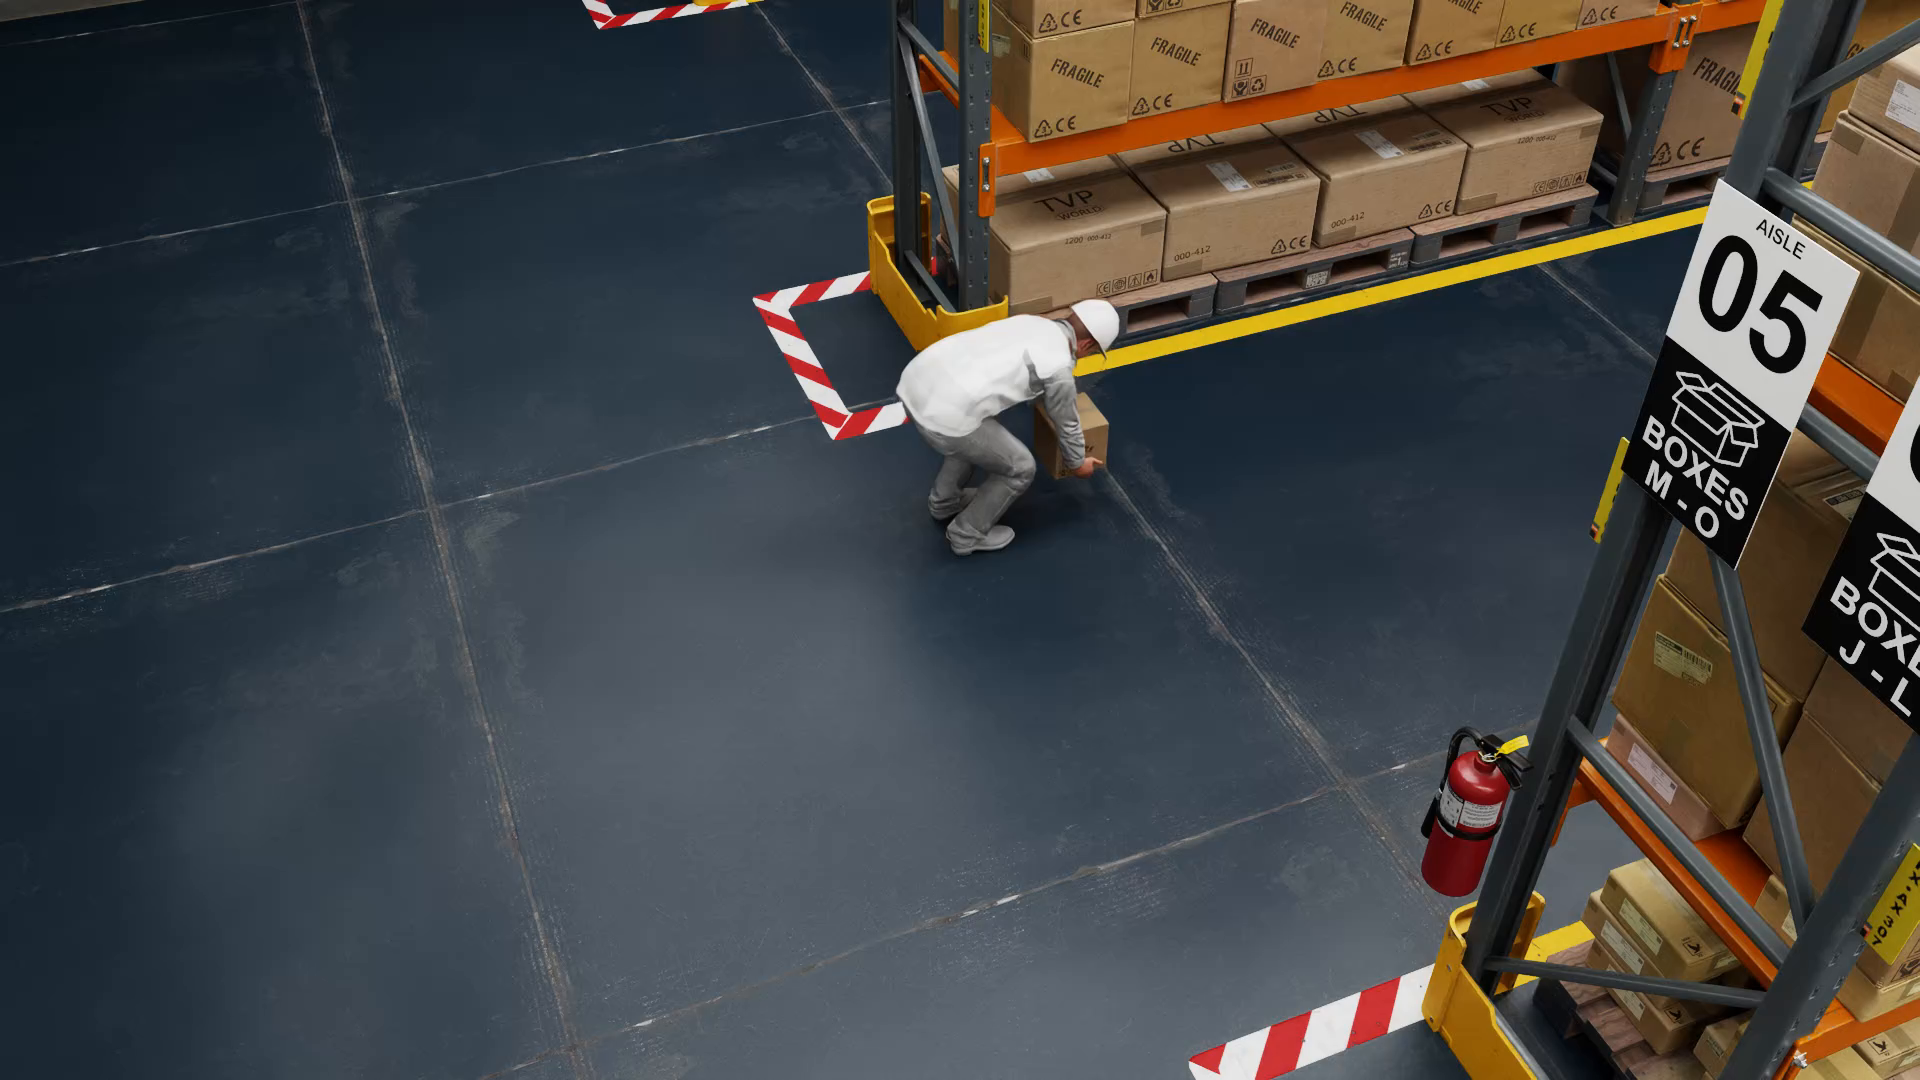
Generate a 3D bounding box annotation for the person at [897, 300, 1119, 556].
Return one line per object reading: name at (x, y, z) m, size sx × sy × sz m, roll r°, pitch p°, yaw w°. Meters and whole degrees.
person at (0.226, -0.507, 7.270) m, size 0.999 × 1.036 × 0.512 m, roll -17°, pitch 44°, yaw -19°
